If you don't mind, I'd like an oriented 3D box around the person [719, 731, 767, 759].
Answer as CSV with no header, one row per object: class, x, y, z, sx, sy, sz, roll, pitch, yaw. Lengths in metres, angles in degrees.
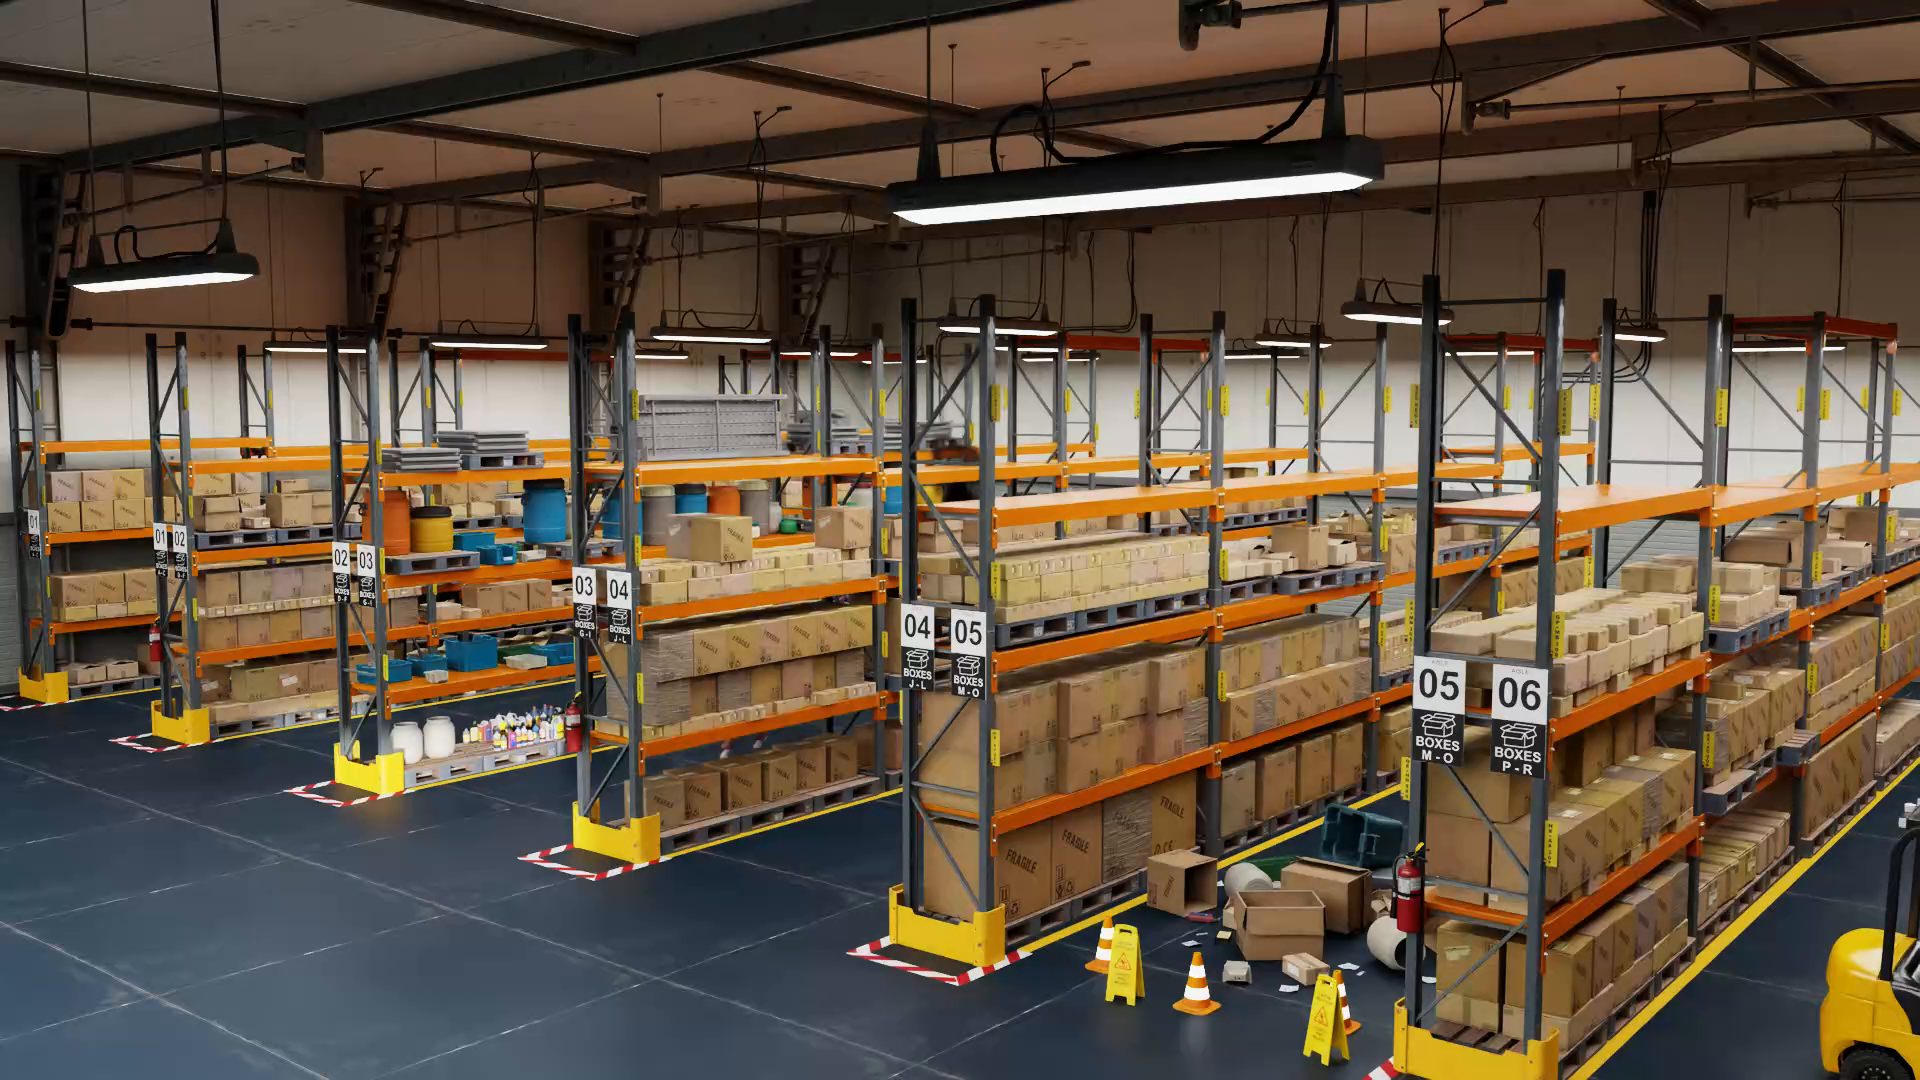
person,-3.064,2.173,23.459,0.568,1.629,0.940,3,6,29
